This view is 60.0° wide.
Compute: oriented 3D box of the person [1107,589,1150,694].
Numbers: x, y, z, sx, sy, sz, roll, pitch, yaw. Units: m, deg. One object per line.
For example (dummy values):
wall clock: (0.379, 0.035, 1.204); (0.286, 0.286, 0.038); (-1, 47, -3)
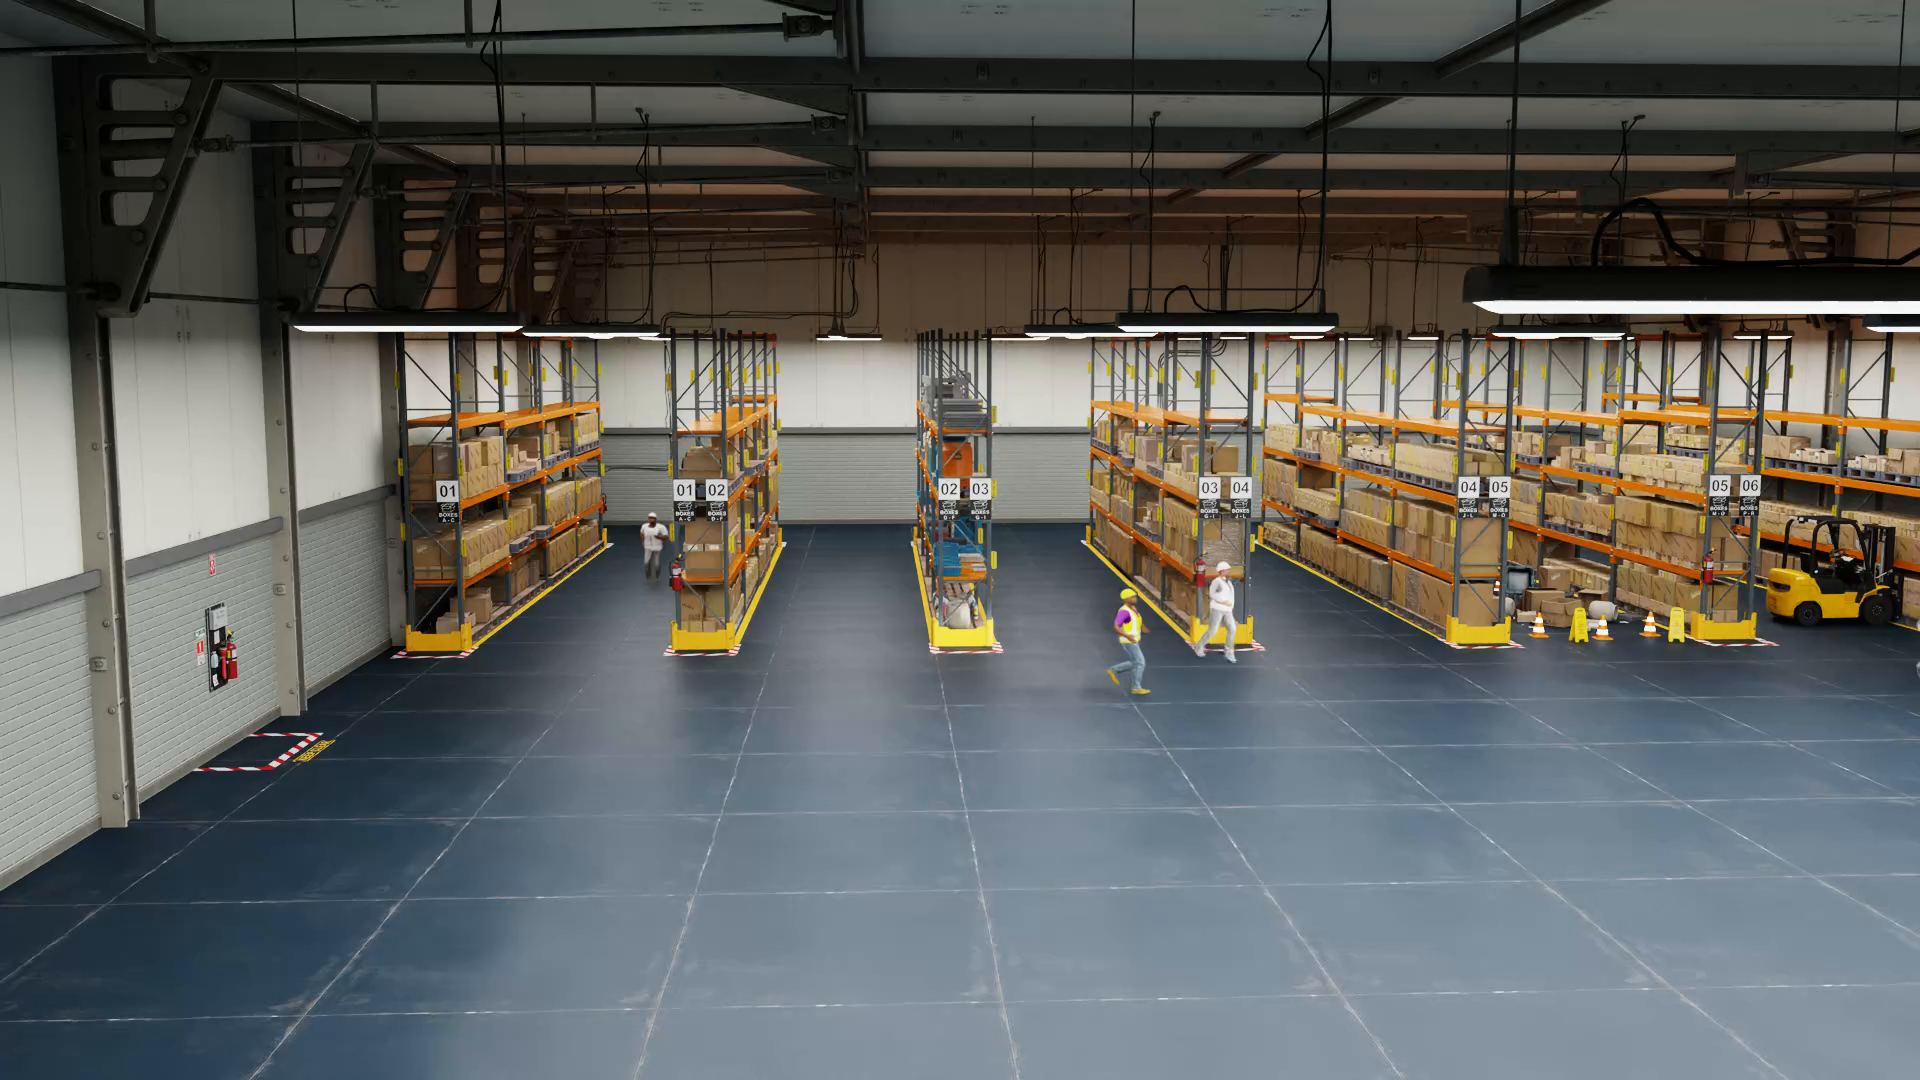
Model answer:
person: (2.777, 1.659, 27.271); (0.735, 1.729, 0.709); (3, 7, 21)

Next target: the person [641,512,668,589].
person: (-7.220, 0.244, 39.283); (0.677, 1.820, 0.778); (0, 7, -2)

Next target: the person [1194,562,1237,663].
person: (4.770, 1.295, 30.247); (0.730, 1.792, 0.842); (-7, 9, -45)
